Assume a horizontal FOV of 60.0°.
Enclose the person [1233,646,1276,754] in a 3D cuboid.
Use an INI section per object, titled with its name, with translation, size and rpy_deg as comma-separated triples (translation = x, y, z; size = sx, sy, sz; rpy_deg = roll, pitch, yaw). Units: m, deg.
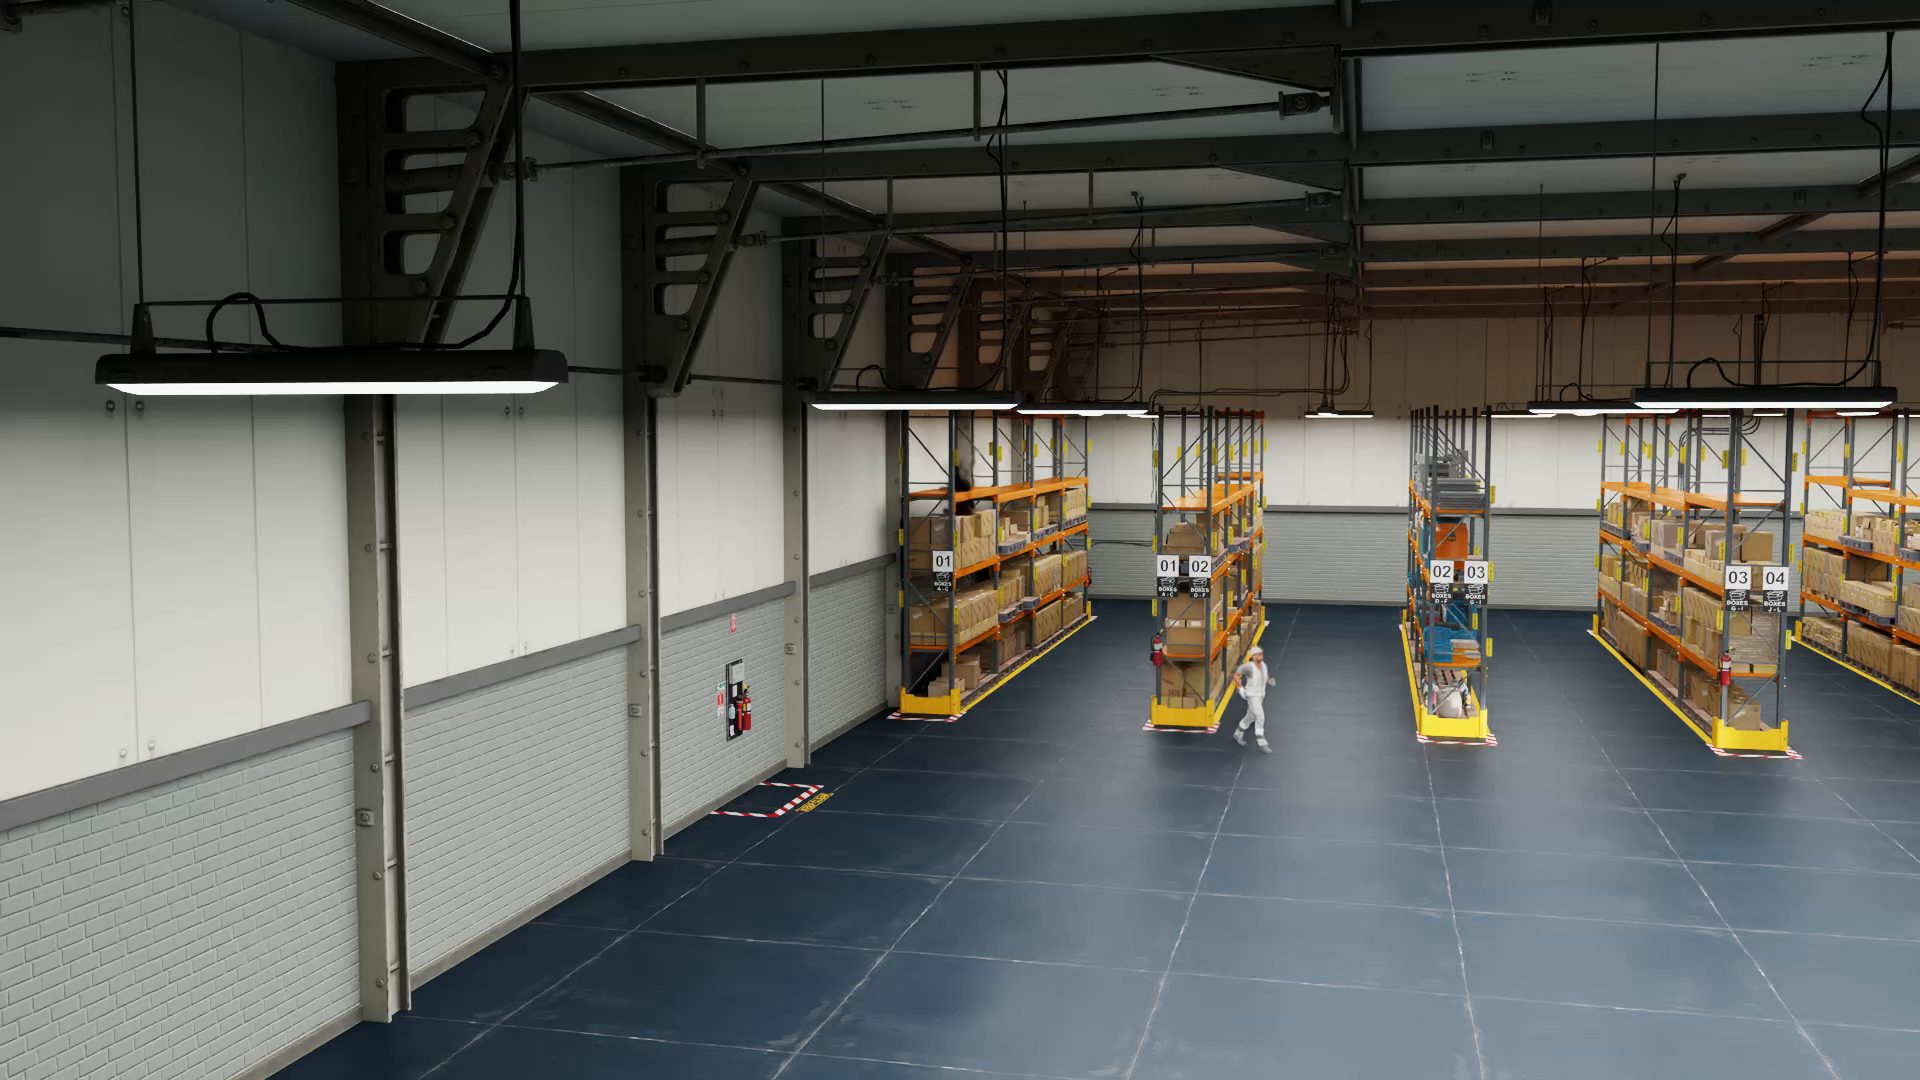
[person]
translation = 5.113, 2.731, 28.826
size = 0.913, 1.803, 0.640
rpy_deg = 4, 6, 44
